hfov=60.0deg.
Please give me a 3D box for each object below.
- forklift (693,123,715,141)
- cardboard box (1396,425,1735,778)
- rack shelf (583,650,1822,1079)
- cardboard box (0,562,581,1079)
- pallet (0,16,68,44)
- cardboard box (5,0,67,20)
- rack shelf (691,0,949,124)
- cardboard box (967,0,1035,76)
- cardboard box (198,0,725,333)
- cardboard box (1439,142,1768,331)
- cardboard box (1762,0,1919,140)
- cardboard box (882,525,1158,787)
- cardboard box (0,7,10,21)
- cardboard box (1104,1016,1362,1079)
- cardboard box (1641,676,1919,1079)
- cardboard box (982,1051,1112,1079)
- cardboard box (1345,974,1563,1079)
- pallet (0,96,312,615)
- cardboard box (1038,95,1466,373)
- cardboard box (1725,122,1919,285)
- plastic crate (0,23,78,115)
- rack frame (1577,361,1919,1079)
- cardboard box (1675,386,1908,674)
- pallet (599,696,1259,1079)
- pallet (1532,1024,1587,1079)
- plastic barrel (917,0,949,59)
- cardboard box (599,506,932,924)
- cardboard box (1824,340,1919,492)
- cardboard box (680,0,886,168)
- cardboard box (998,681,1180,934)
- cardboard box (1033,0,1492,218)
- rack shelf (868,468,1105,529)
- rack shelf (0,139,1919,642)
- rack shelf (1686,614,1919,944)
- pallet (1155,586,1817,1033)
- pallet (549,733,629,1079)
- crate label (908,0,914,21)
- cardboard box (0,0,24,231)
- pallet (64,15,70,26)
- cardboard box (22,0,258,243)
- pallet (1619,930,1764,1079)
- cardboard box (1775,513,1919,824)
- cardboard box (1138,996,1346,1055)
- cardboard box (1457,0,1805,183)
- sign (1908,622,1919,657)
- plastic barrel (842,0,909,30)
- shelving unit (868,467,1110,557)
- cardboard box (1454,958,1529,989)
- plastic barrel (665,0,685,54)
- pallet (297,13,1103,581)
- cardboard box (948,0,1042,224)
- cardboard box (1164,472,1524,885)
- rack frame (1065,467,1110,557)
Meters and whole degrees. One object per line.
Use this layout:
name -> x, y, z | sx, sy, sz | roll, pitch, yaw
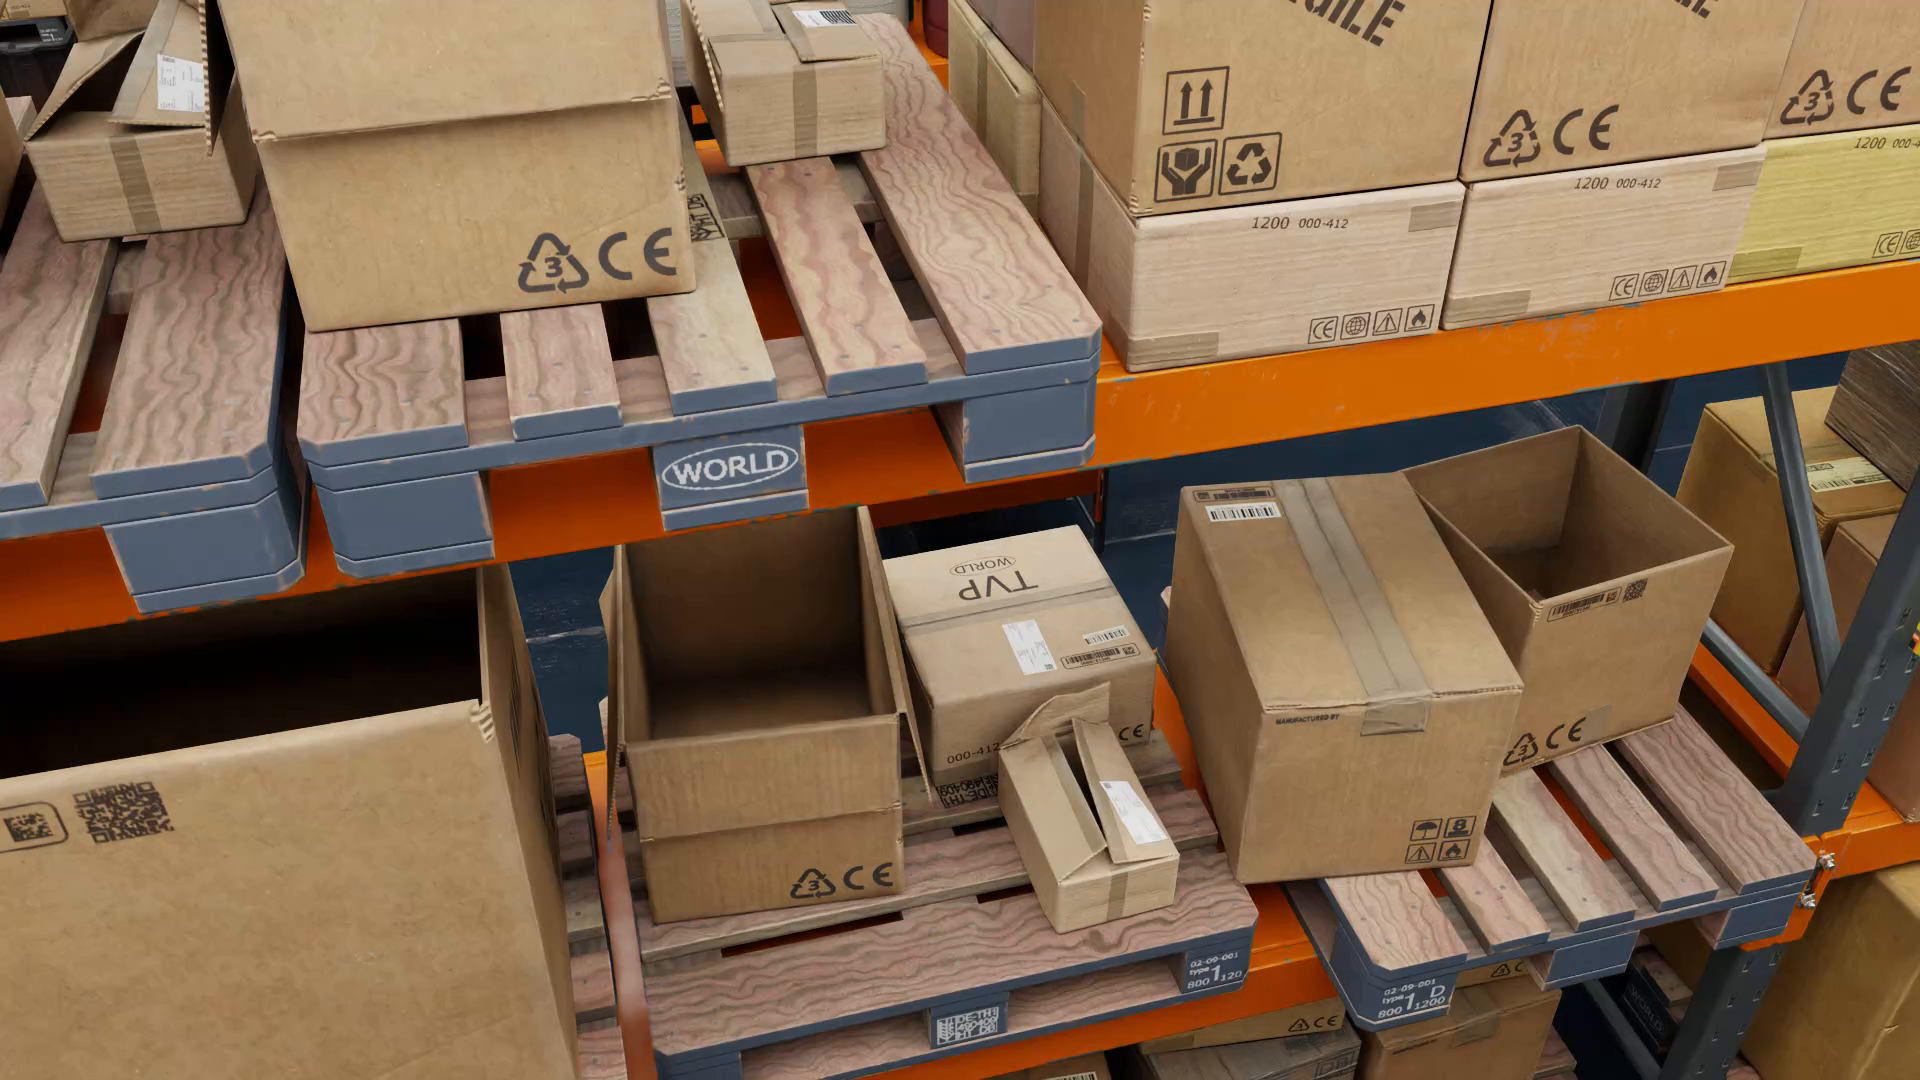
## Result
forklift -> -1.422, -4.181, 9.803 | 1.130, 2.935, 3.031 | 6, 38, 8
cardboard box -> 1.278, 0.126, 3.688 | 0.500, 0.500, 0.500 | -14, 40, -18
rack shelf -> -0.142, 0.826, 3.793 | 4.000, 0.370, 1.077 | -9, 38, -12
cardboard box -> -1.269, 0.409, 2.908 | 1.000, 1.000, 1.000 | -9, 38, -12
pallet -> -6.611, -3.549, 11.216 | 1.213, 0.211, 1.003 | -9, 38, -12
cardboard box -> -6.007, -3.666, 10.991 | 0.500, 0.250, 0.500 | -9, 38, -12
rack shelf -> -1.433, -2.079, 7.591 | 4.000, 0.370, 1.077 | -9, 38, -12
cardboard box -> 0.294, -1.120, 2.783 | 0.500, 0.500, 0.500 | -10, 39, -13
cardboard box -> -0.684, -0.708, 2.307 | 0.637, 0.503, 0.797 | -8, 38, -10
cardboard box -> 0.918, -0.602, 2.723 | 0.500, 0.250, 0.500 | -9, 38, -12
cardboard box -> 1.393, -0.984, 2.604 | 0.500, 0.500, 0.500 | -8, 38, -11
cardboard box -> 0.111, 0.247, 3.736 | 0.500, 0.250, 0.500 | -10, 39, -13
cardboard box -> -6.489, -3.586, 10.886 | 0.500, 0.250, 0.500 | -9, 38, -12
cardboard box -> 0.615, 1.255, 4.336 | 0.500, 0.500, 0.700 | -12, 39, -16
cardboard box -> 2.460, 0.804, 4.633 | 0.875, 0.875, 1.225 | -11, 39, -14
cardboard box -> 0.070, 1.349, 4.213 | 0.500, 0.500, 0.700 | -6, 38, -8
cardboard box -> 1.147, 1.160, 4.460 | 0.500, 0.500, 0.700 | -11, 39, -14
pallet -> -1.449, -0.295, 2.352 | 1.003, 0.211, 1.213 | -9, 38, -12
cardboard box -> 0.433, -0.524, 2.621 | 0.500, 0.250, 0.500 | -8, 38, -11
cardboard box -> 1.394, -0.689, 2.836 | 0.500, 0.250, 0.500 | -9, 38, -12
plastic crate -> -3.903, -2.015, 6.966 | 0.504, 0.338, 0.767 | -9, 38, -12
rack frame -> 1.789, 0.224, 3.989 | 0.127, 3.000, 1.000 | -9, 38, -12
cardboard box -> 2.201, -0.039, 4.250 | 0.500, 0.500, 0.500 | -8, 38, -11
pallet -> -0.112, 0.638, 3.606 | 1.213, 0.211, 1.003 | -9, 38, -12
pallet -> 1.034, 1.454, 4.675 | 1.213, 0.211, 1.003 | -9, 38, -12
plastic barrel -> 0.129, -2.484, 7.417 | 0.708, 0.536, 0.600 | -9, 38, -12
cardboard box -> -0.423, 0.321, 3.431 | 0.637, 0.503, 0.797 | -6, 38, -7
cardboard box -> 2.499, -0.321, 3.792 | 0.637, 0.503, 0.797 | -8, 38, -10
cardboard box -> -0.289, -0.764, 2.657 | 0.250, 0.166, 0.380 | -10, 39, -13
cardboard box -> 0.249, 0.533, 3.349 | 0.258, 0.266, 0.396 | -10, 39, -13
cardboard box -> 0.419, -0.826, 2.399 | 0.500, 0.500, 0.500 | -9, 38, -11
rack shelf -> 0.007, -0.254, 6.558 | 1.000, 0.278, 0.538 | -9, 38, -12
rack shelf -> -0.142, -0.365, 2.882 | 4.000, 0.370, 1.077 | -9, 38, -12
rack shelf -> 3.720, 0.193, 4.621 | 4.000, 0.370, 1.077 | -9, 38, -12
pallet -> 1.129, 0.475, 3.818 | 1.003, 0.211, 1.213 | -9, 38, -12
pallet -> -1.297, 0.898, 3.265 | 1.213, 0.211, 1.003 | -9, 38, -12
crate label -> -0.532, -2.697, 7.777 | 0.616, 0.435, 0.502 | -9, 38, -12
cardboard box -> -1.593, -0.558, 2.111 | 0.637, 0.503, 0.797 | -11, 39, -14
pallet -> -5.431, -3.745, 11.472 | 1.213, 0.211, 1.003 | -9, 38, -12
cardboard box -> -1.191, -0.655, 2.434 | 0.258, 0.266, 0.396 | -8, 38, -10
pallet -> 2.570, 1.251, 4.941 | 1.213, 0.211, 1.003 | -9, 38, -12
cardboard box -> 2.329, 0.267, 3.850 | 0.500, 0.500, 0.500 | -8, 38, -11
cardboard box -> 0.640, 0.958, 4.107 | 0.500, 0.250, 0.500 | -5, 38, -7
cardboard box -> 0.901, -0.896, 2.490 | 0.500, 0.500, 0.500 | -9, 38, -12
sign -> 1.939, 0.112, 3.247 | 0.005, 0.325, 0.100 | -9, 38, -12
plastic barrel -> -0.440, -2.438, 7.376 | 0.421, 0.512, 0.421 | 0, 37, 0
shelving unit -> 0.007, -0.448, 6.410 | 1.048, 1.125, 0.538 | -9, 38, -12
cardboard box -> 1.150, 0.868, 4.225 | 0.500, 0.250, 0.500 | -8, 38, -10
plastic barrel -> -1.257, -2.309, 7.188 | 0.433, 0.535, 0.433 | 0, 37, 0
pallet -> -0.449, -0.461, 2.569 | 1.003, 0.211, 1.213 | -9, 38, -12
cardboard box -> 0.279, -0.815, 3.001 | 0.500, 0.250, 0.500 | -9, 38, -11
cardboard box -> 0.765, 0.273, 3.496 | 0.500, 0.500, 0.700 | -4, 38, -5
rack frame -> 0.497, -0.528, 6.515 | 0.032, 1.125, 0.500 | -9, 38, -12
